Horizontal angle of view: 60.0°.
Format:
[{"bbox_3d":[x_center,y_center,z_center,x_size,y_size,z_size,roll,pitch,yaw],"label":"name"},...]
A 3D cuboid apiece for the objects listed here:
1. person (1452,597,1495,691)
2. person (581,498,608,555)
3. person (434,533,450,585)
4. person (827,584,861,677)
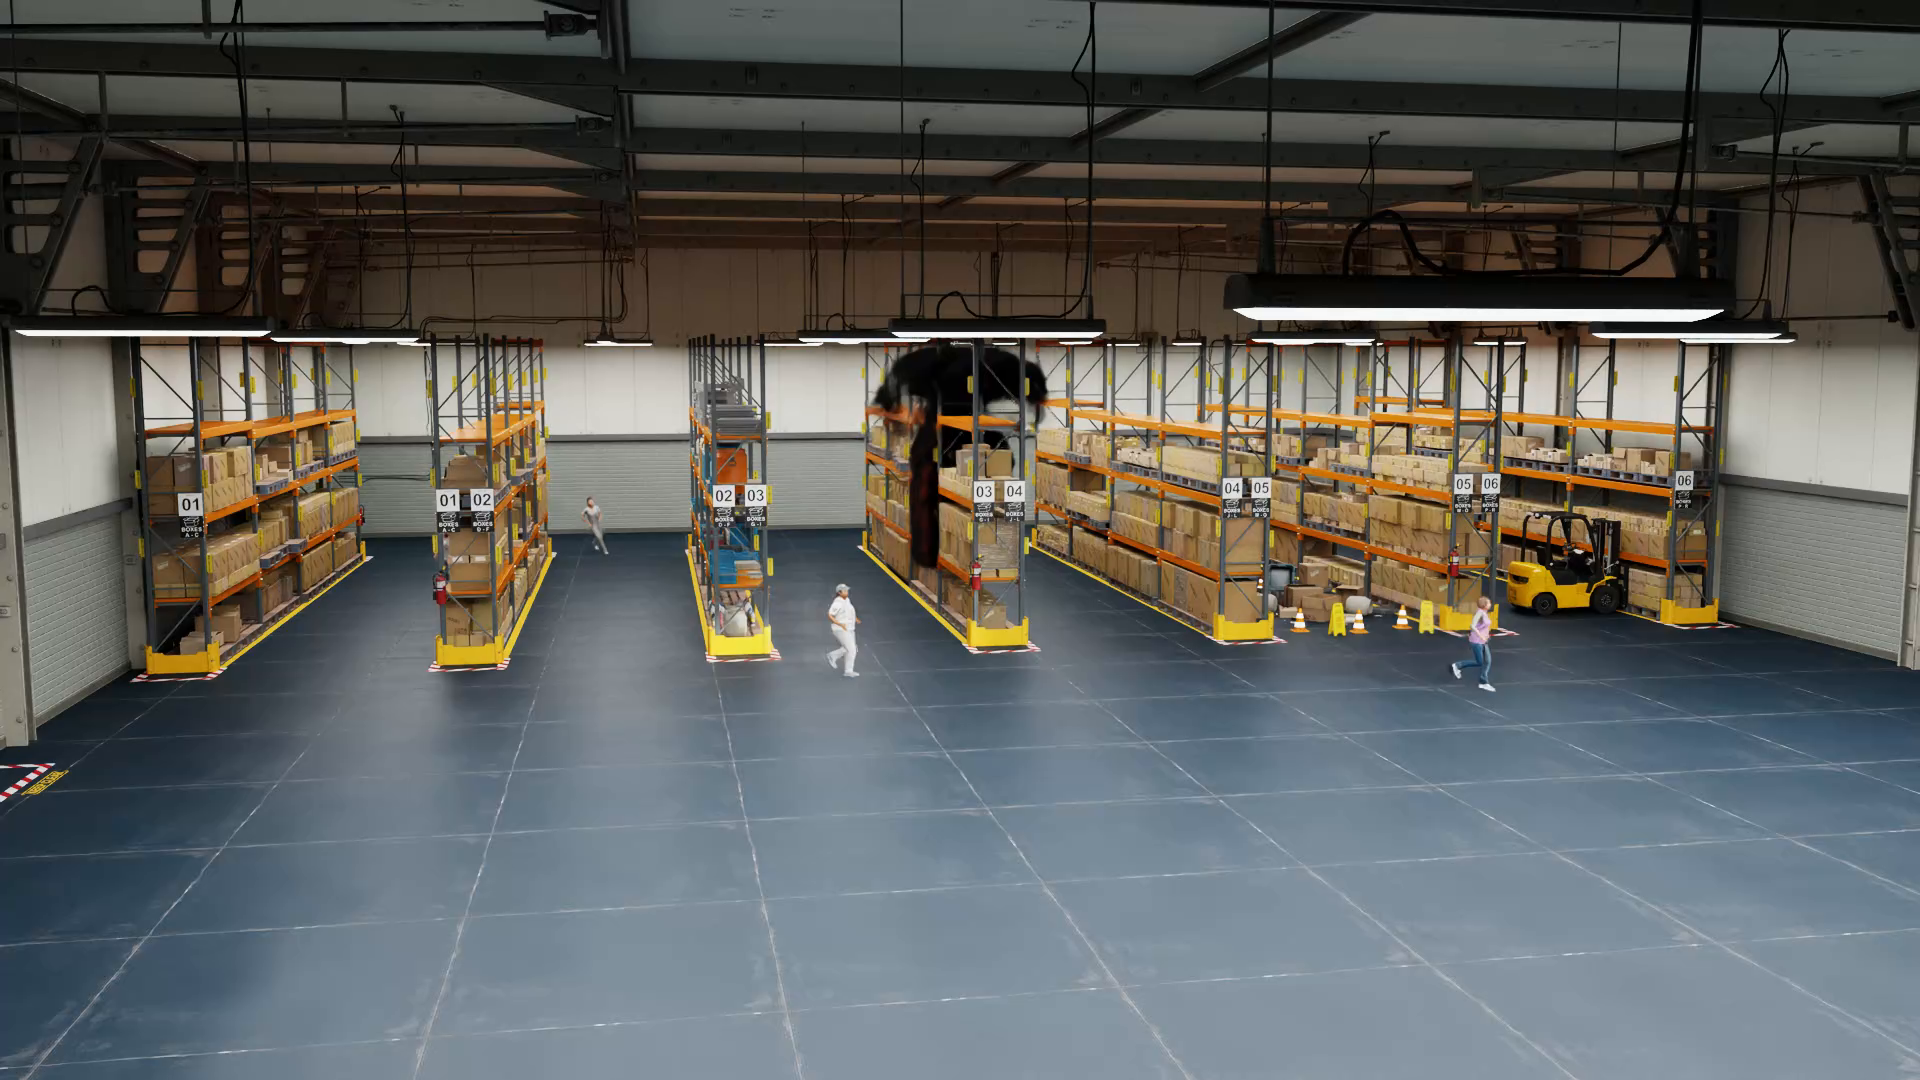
[{"bbox_3d":[8.743,1.737,28.178,0.738,1.581,0.566,4,8,33],"label":"person"},{"bbox_3d":[-10.295,-0.398,46.595,0.629,1.599,0.824,-5,8,-38],"label":"person"},{"bbox_3d":[-12.027,0.484,38.829,0.505,1.646,0.715,-2,7,-17],"label":"person"},{"bbox_3d":[-2.071,1.576,29.208,0.680,1.621,0.623,3,7,22],"label":"person"}]
